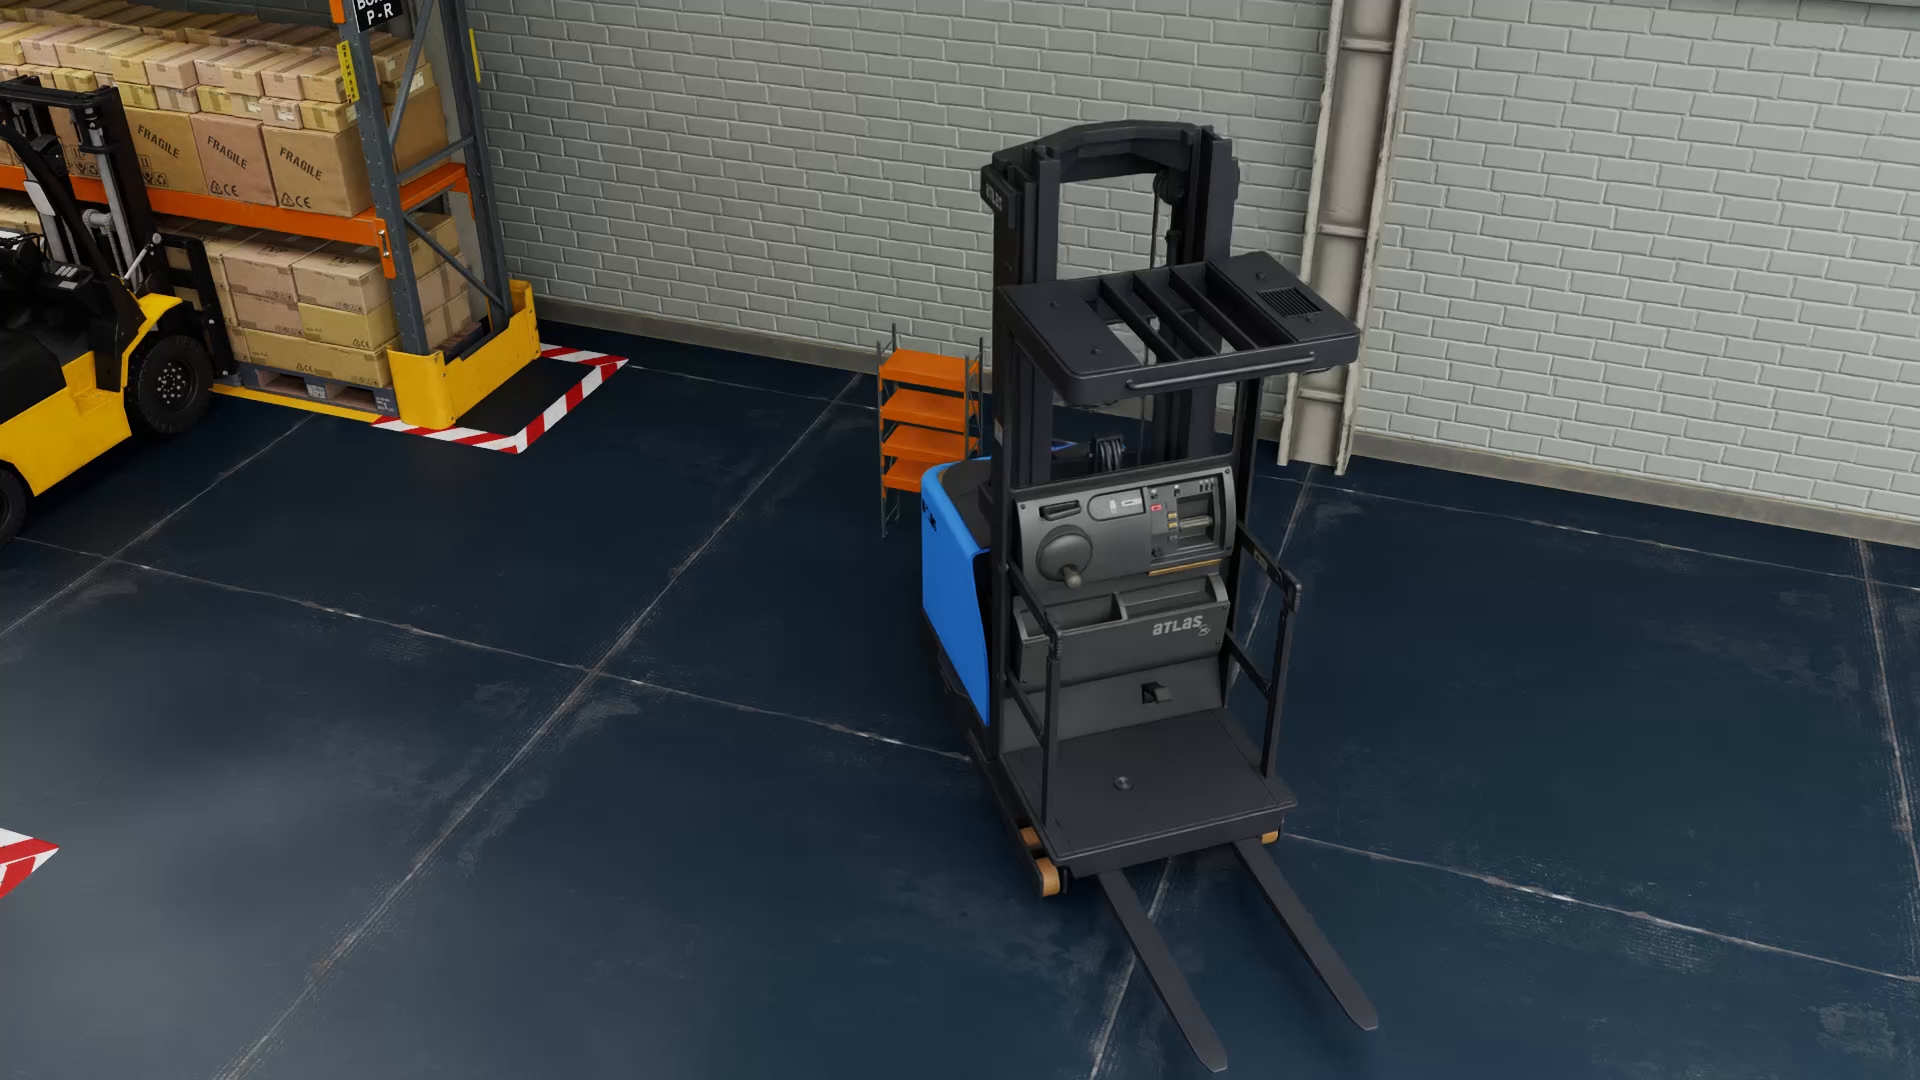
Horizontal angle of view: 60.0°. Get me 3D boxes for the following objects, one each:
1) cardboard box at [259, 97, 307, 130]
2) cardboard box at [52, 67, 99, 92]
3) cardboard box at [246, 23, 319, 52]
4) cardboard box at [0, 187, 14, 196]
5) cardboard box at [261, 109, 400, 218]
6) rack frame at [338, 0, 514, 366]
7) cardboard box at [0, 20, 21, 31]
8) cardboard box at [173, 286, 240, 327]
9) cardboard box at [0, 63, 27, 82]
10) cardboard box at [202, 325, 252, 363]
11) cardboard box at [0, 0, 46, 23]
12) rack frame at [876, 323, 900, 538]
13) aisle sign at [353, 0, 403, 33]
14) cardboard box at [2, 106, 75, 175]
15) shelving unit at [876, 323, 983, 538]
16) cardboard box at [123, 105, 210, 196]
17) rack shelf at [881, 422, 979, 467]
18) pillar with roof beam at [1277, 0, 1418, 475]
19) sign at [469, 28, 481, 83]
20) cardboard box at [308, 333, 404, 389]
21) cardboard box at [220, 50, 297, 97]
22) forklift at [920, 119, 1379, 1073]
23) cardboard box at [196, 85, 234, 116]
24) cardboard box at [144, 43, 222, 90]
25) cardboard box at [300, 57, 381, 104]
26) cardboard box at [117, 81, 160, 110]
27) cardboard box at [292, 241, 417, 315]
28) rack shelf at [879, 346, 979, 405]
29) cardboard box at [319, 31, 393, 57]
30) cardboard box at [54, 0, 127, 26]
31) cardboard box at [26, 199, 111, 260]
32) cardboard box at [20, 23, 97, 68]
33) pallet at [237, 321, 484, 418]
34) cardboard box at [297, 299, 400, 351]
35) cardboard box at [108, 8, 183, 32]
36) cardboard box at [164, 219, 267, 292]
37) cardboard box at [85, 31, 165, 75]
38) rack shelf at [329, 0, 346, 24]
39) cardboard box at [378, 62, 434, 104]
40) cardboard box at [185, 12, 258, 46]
[{"bbox_3d":[-3.842,-2.531,9.682,0.250,0.149,0.380,12,35,17],"label":"cardboard box"},{"bbox_3d":[-5.276,-2.825,10.138,0.250,0.149,0.380,10,34,15],"label":"cardboard box"},{"bbox_3d":[-4.131,-3.034,10.187,0.250,0.149,0.380,11,35,17],"label":"cardboard box"},{"bbox_3d":[-6.586,-2.189,11.069,0.500,0.250,0.500,10,34,16],"label":"cardboard box"},{"bbox_3d":[-3.722,-2.262,9.865,0.500,0.500,0.500,10,34,15],"label":"cardboard box"},{"bbox_3d":[-3.170,-2.264,9.960,0.127,3.000,1.000,11,34,16],"label":"rack frame"},{"bbox_3d":[-6.008,-3.083,10.263,0.250,0.149,0.380,12,35,18],"label":"cardboard box"},{"bbox_3d":[-4.696,-1.606,10.627,0.500,0.250,0.500,10,34,15],"label":"cardboard box"},{"bbox_3d":[-5.772,-2.906,10.264,0.250,0.149,0.380,11,34,16],"label":"cardboard box"},{"bbox_3d":[-4.652,-1.402,10.773,0.500,0.250,0.500,11,35,17],"label":"cardboard box"},{"bbox_3d":[-6.058,-3.423,10.790,0.250,0.149,0.380,11,34,16],"label":"cardboard box"},{"bbox_3d":[-0.386,-0.579,9.009,0.015,1.200,0.240,11,34,16],"label":"rack frame"},{"bbox_3d":[-3.208,-3.195,9.004,0.004,0.787,0.394,11,34,16],"label":"aisle sign"},{"bbox_3d":[-5.633,-2.645,10.457,0.500,0.500,0.500,11,34,16],"label":"cardboard box"},{"bbox_3d":[-0.156,-0.534,8.939,0.503,1.200,0.258,11,34,16],"label":"shelving unit"},{"bbox_3d":[-4.690,-2.456,10.164,0.500,0.500,0.500,10,34,16],"label":"cardboard box"},{"bbox_3d":[-0.156,-0.478,8.976,0.480,0.148,0.258,11,34,16],"label":"rack shelf"},{"bbox_3d":[0.674,-2.076,4.138,0.400,9.000,9.100,11,34,16],"label":"pillar with roof beam"},{"bbox_3d":[-2.978,-2.944,10.141,0.005,0.325,0.100,11,34,16],"label":"sign"},{"bbox_3d":[-3.719,-1.210,10.475,0.500,0.250,0.500,11,35,17],"label":"cardboard box"},{"bbox_3d":[-4.077,-2.725,9.709,0.250,0.149,0.380,12,35,18],"label":"cardboard box"},{"bbox_3d":[0.742,0.005,6.508,1.130,2.935,3.031,-10,34,-15],"label":"forklift"},{"bbox_3d":[-4.295,-2.661,9.884,0.250,0.149,0.380,11,34,16],"label":"cardboard box"},{"bbox_3d":[-4.569,-2.800,9.825,0.250,0.149,0.380,12,35,18],"label":"cardboard box"},{"bbox_3d":[-3.579,-2.662,9.611,0.250,0.149,0.380,11,34,17],"label":"cardboard box"},{"bbox_3d":[-4.807,-2.722,9.978,0.250,0.149,0.380,11,35,17],"label":"cardboard box"},{"bbox_3d":[-3.709,-1.631,10.204,0.500,0.250,0.500,12,35,18],"label":"cardboard box"},{"bbox_3d":[-0.156,-0.864,8.726,0.480,0.148,0.258,11,34,16],"label":"rack shelf"},{"bbox_3d":[-3.644,-2.955,10.065,0.250,0.149,0.380,12,35,18],"label":"cardboard box"},{"bbox_3d":[-5.563,-3.352,10.679,0.250,0.149,0.380,10,34,16],"label":"cardboard box"},{"bbox_3d":[-5.636,-2.005,10.784,0.500,0.250,0.500,12,35,18],"label":"cardboard box"},{"bbox_3d":[-5.497,-3.031,10.182,0.250,0.149,0.380,11,34,16],"label":"cardboard box"},{"bbox_3d":[-3.904,-1.212,10.900,1.213,0.211,1.003,11,34,16],"label":"pallet"},{"bbox_3d":[-3.734,-1.425,10.347,0.500,0.250,0.500,11,34,16],"label":"cardboard box"},{"bbox_3d":[-5.111,-3.219,10.473,0.250,0.149,0.380,12,35,18],"label":"cardboard box"},{"bbox_3d":[-4.670,-1.809,10.480,0.500,0.250,0.500,11,35,17],"label":"cardboard box"},{"bbox_3d":[-5.025,-2.940,10.041,0.250,0.149,0.380,12,35,17],"label":"cardboard box"},{"bbox_3d":[-5.053,-3.588,9.908,4.000,0.370,1.077,11,34,16],"label":"rack shelf"},{"bbox_3d":[-3.402,-2.774,10.058,0.250,0.149,0.380,10,34,15],"label":"cardboard box"},{"bbox_3d":[-4.601,-3.167,10.394,0.250,0.149,0.380,10,34,15],"label":"cardboard box"}]
